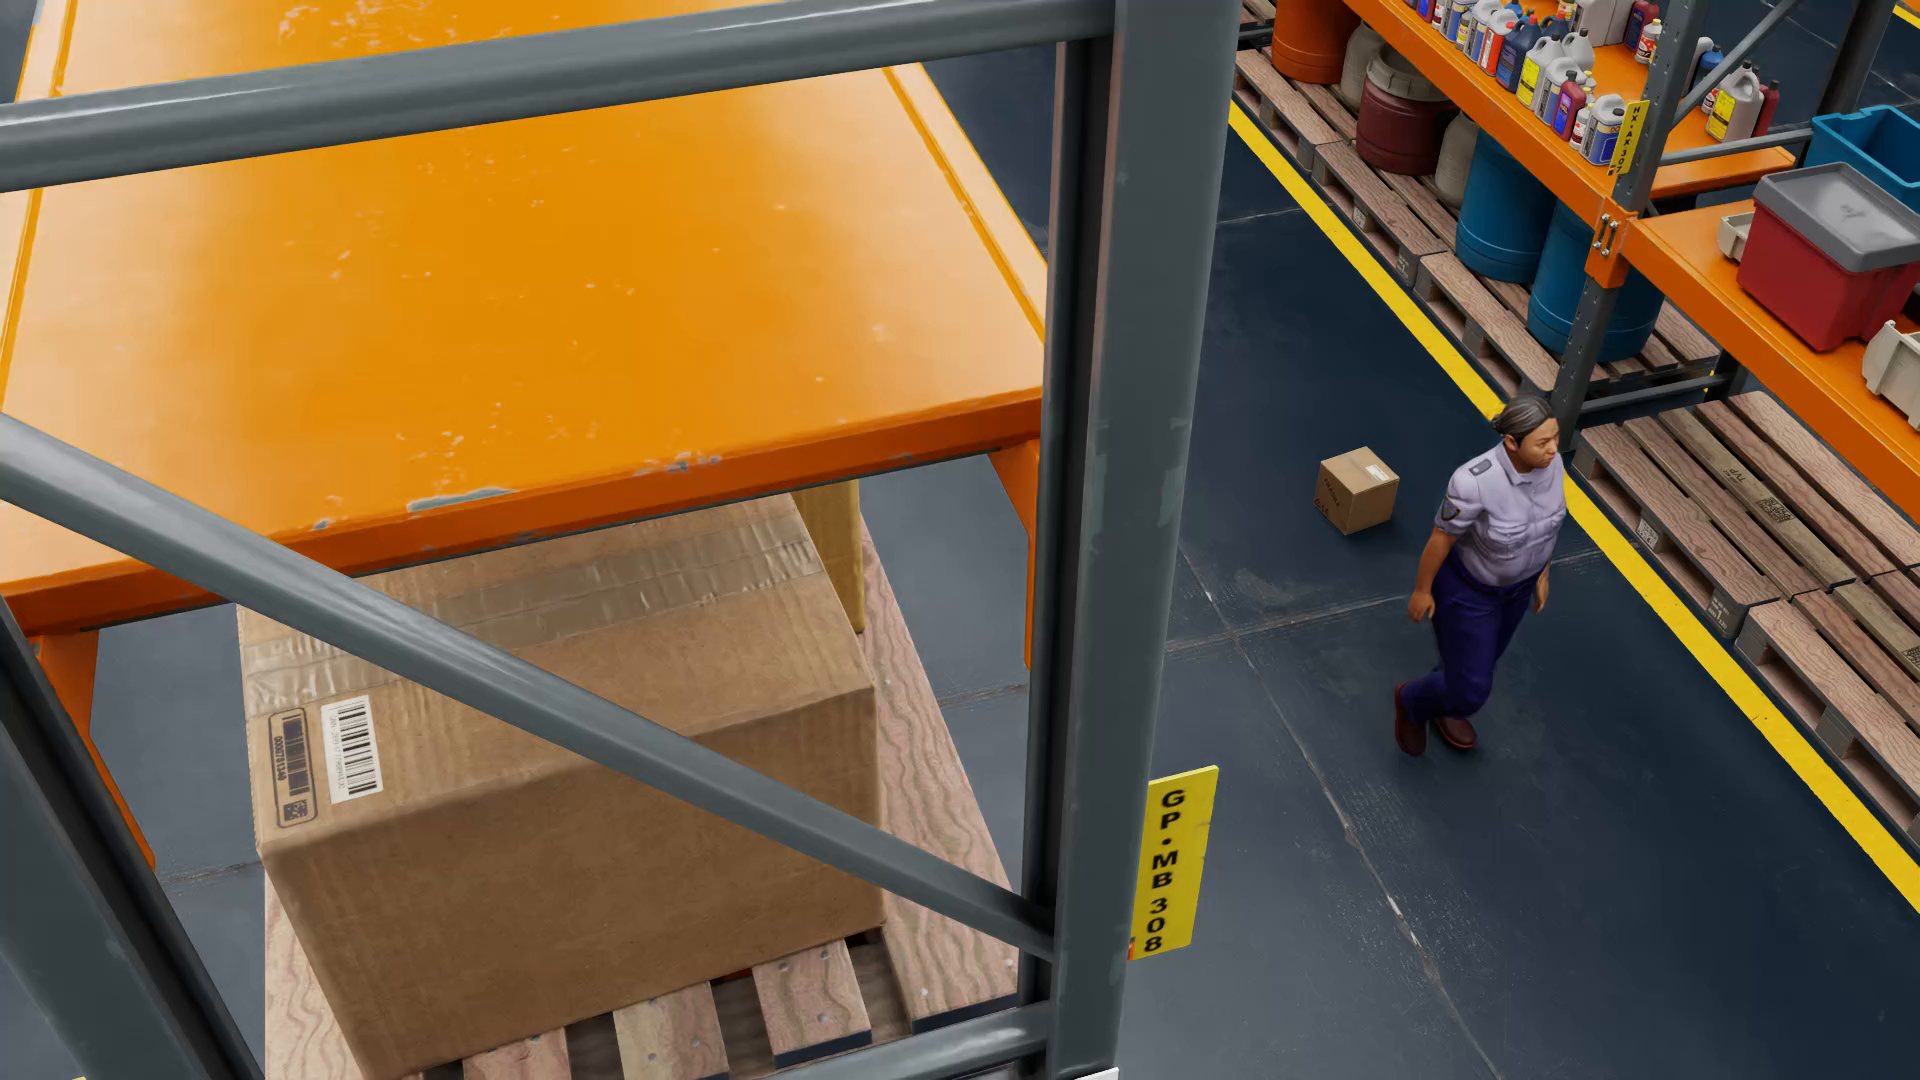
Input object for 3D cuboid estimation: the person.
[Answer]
[{"bbox_3d":[1.903,0.197,5.961,0.514,1.657,0.435,-21,47,-21],"label":"person"}]
